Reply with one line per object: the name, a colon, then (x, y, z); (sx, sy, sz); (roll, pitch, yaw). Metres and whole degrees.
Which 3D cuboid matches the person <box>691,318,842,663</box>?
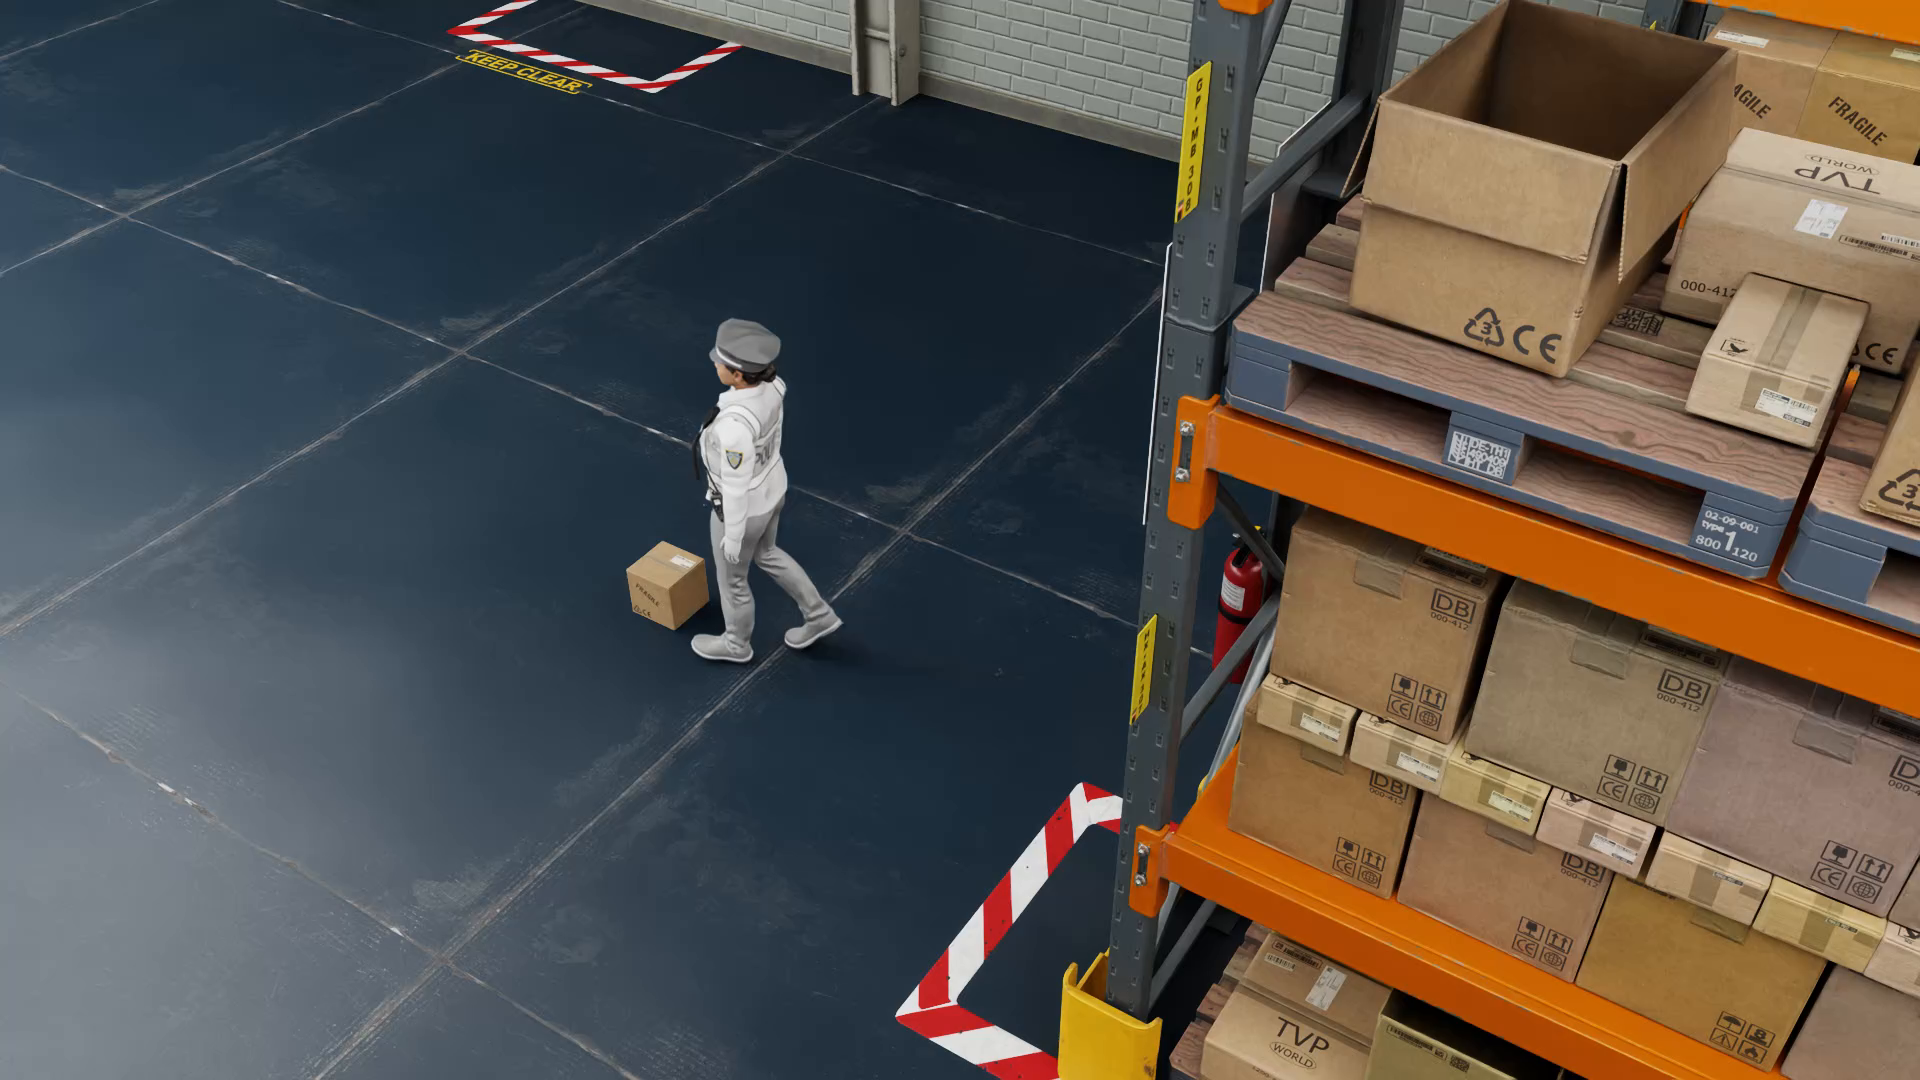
person: (-0.863, -0.160, 6.844); (0.641, 1.677, 0.507); (12, 40, 15)
